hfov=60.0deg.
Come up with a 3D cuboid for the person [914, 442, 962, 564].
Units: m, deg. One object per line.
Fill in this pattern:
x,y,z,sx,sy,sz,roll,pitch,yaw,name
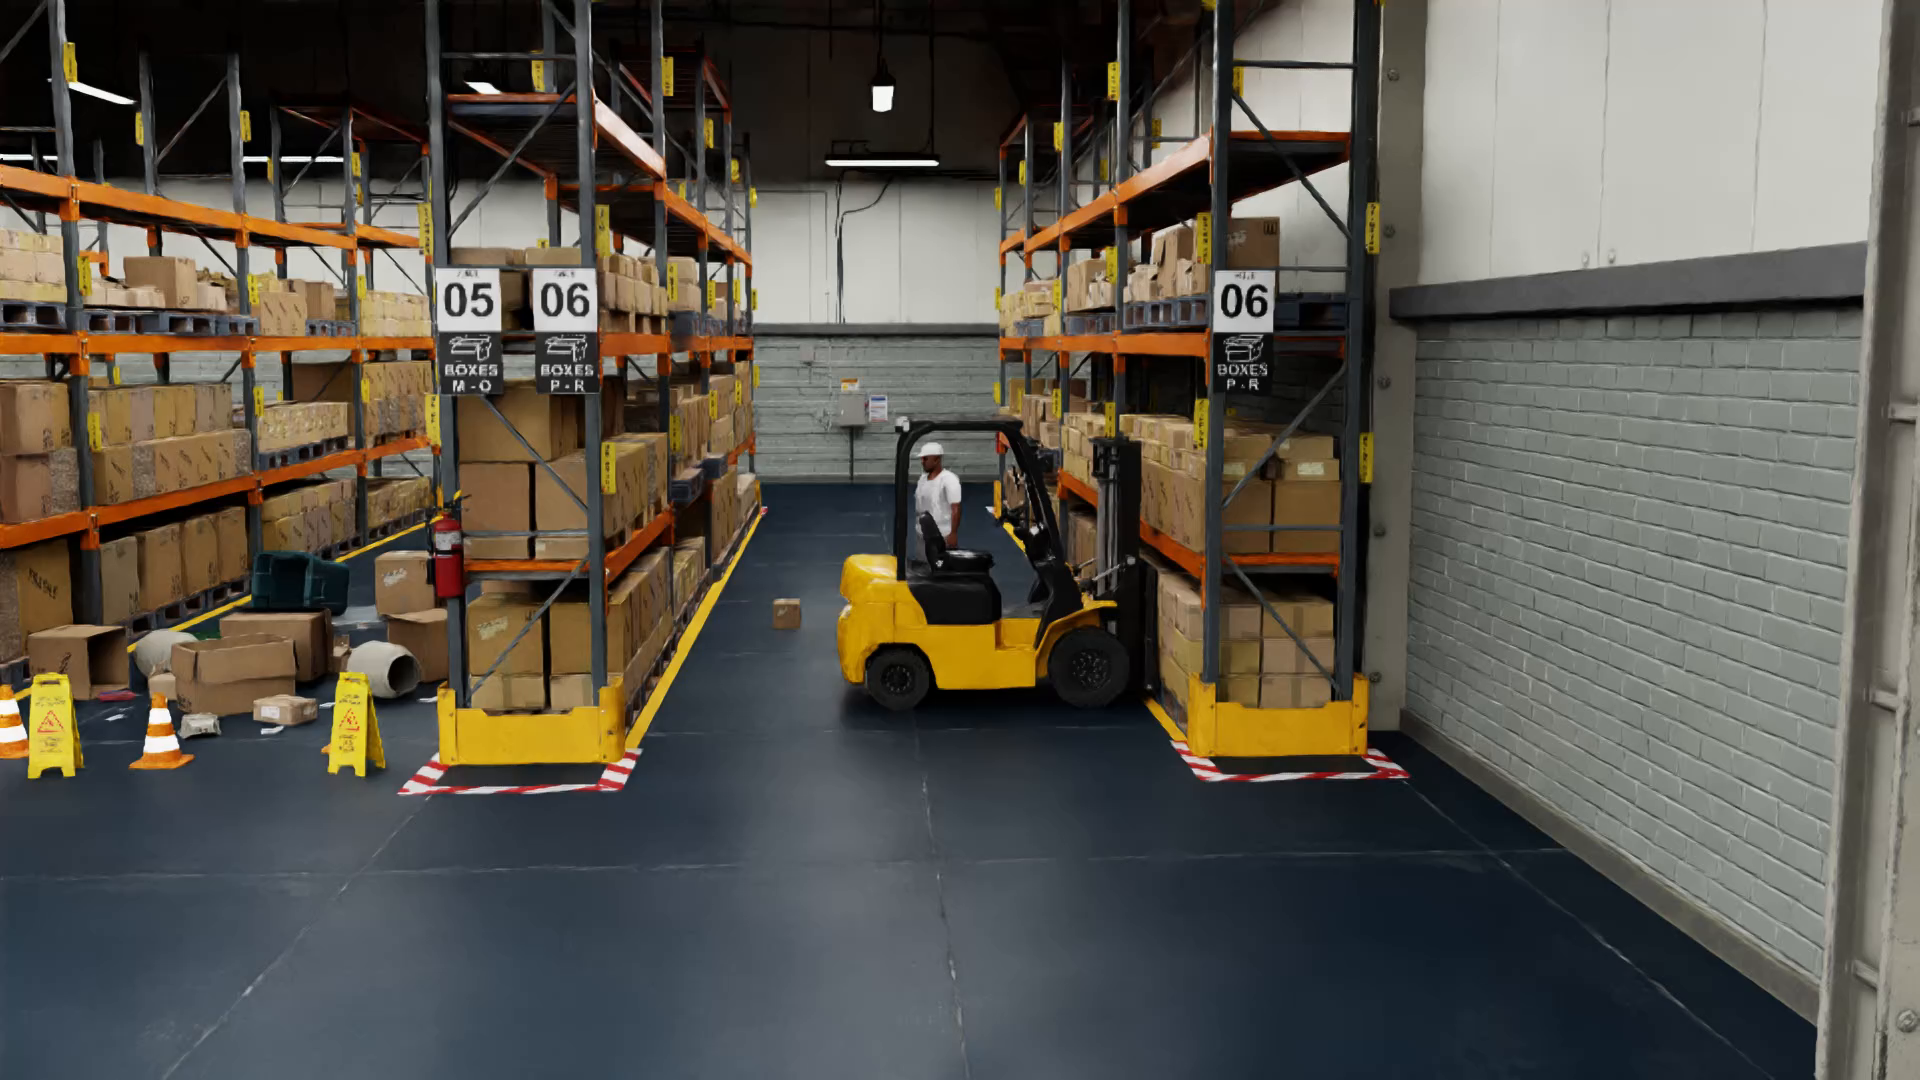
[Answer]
-0.222,-0.069,16.223,0.669,1.761,0.641,6,9,42,person
